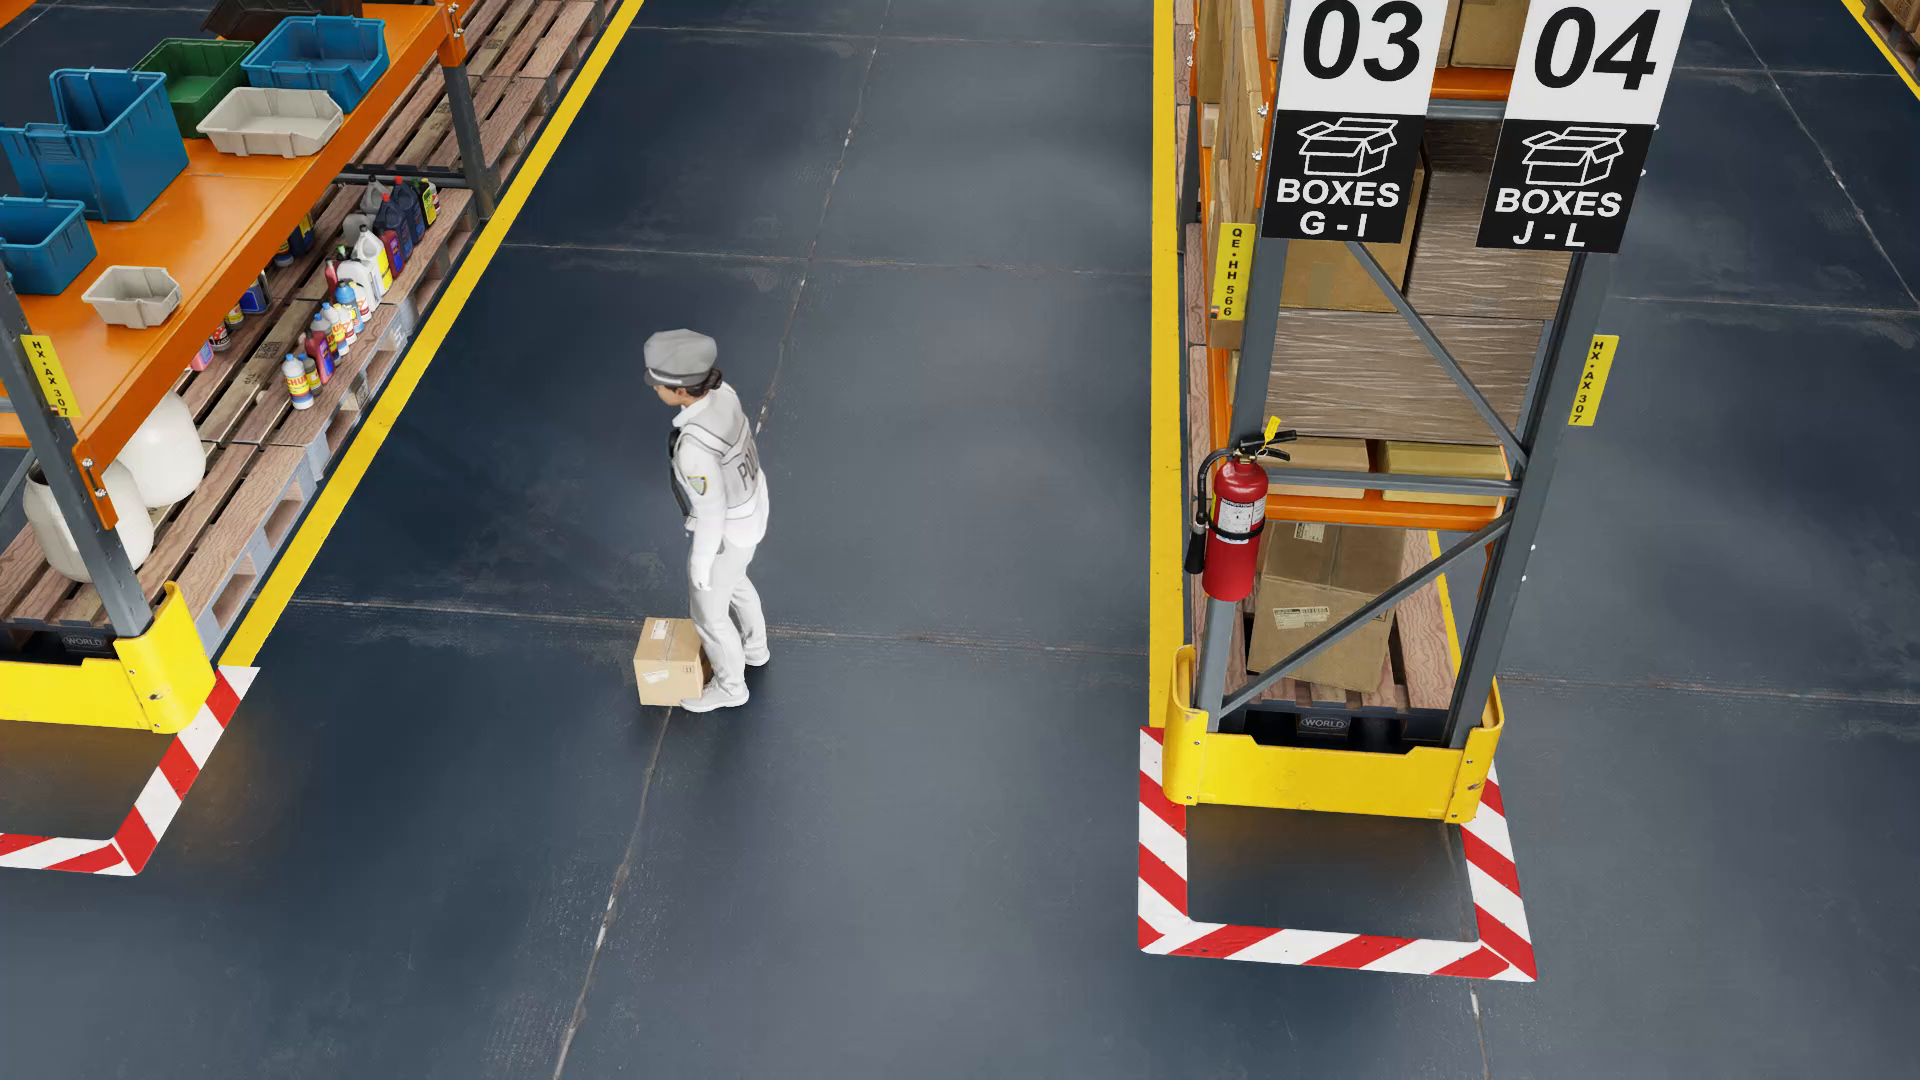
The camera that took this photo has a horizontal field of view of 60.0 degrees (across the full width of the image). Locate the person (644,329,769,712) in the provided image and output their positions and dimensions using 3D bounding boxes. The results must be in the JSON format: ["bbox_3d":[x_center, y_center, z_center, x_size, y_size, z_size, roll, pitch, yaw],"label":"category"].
[{"bbox_3d":[-0.921,-0.045,6.208,0.410,1.663,0.526,3,40,3],"label":"person"}]
